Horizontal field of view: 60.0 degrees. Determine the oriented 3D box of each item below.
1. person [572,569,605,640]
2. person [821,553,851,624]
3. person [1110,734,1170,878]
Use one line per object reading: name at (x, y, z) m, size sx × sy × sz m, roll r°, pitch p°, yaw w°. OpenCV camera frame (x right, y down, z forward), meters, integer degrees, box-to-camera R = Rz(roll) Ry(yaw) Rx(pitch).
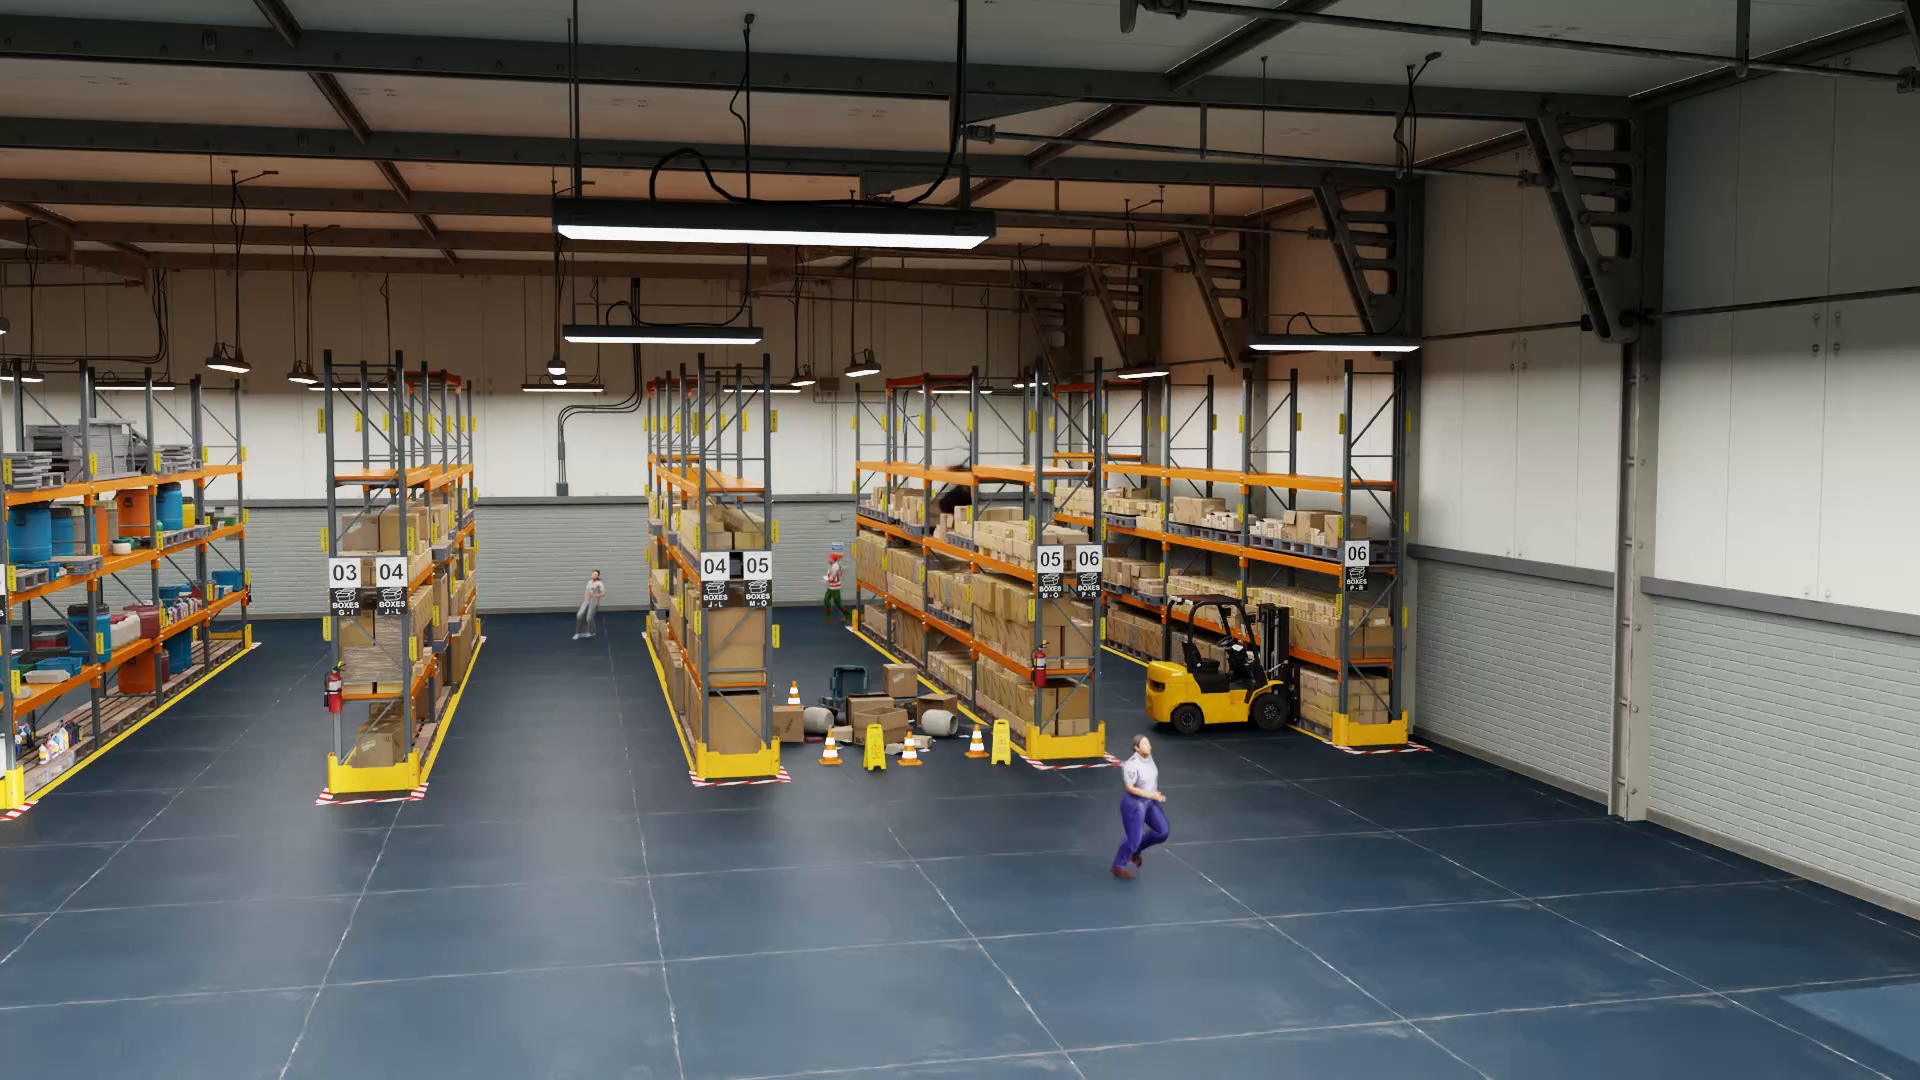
person at (-8.611, 1.506, 38.835) m, size 0.708 × 1.657 × 0.625 m, roll 2°, pitch 4°, yaw 25°
person at (-3.079, 1.237, 41.598) m, size 0.762 × 1.829 × 0.675 m, roll -1°, pitch 4°, yaw -12°
person at (2.015, 2.937, 18.333) m, size 0.705 × 1.590 × 0.628 m, roll 4°, pitch 5°, yaw 42°
